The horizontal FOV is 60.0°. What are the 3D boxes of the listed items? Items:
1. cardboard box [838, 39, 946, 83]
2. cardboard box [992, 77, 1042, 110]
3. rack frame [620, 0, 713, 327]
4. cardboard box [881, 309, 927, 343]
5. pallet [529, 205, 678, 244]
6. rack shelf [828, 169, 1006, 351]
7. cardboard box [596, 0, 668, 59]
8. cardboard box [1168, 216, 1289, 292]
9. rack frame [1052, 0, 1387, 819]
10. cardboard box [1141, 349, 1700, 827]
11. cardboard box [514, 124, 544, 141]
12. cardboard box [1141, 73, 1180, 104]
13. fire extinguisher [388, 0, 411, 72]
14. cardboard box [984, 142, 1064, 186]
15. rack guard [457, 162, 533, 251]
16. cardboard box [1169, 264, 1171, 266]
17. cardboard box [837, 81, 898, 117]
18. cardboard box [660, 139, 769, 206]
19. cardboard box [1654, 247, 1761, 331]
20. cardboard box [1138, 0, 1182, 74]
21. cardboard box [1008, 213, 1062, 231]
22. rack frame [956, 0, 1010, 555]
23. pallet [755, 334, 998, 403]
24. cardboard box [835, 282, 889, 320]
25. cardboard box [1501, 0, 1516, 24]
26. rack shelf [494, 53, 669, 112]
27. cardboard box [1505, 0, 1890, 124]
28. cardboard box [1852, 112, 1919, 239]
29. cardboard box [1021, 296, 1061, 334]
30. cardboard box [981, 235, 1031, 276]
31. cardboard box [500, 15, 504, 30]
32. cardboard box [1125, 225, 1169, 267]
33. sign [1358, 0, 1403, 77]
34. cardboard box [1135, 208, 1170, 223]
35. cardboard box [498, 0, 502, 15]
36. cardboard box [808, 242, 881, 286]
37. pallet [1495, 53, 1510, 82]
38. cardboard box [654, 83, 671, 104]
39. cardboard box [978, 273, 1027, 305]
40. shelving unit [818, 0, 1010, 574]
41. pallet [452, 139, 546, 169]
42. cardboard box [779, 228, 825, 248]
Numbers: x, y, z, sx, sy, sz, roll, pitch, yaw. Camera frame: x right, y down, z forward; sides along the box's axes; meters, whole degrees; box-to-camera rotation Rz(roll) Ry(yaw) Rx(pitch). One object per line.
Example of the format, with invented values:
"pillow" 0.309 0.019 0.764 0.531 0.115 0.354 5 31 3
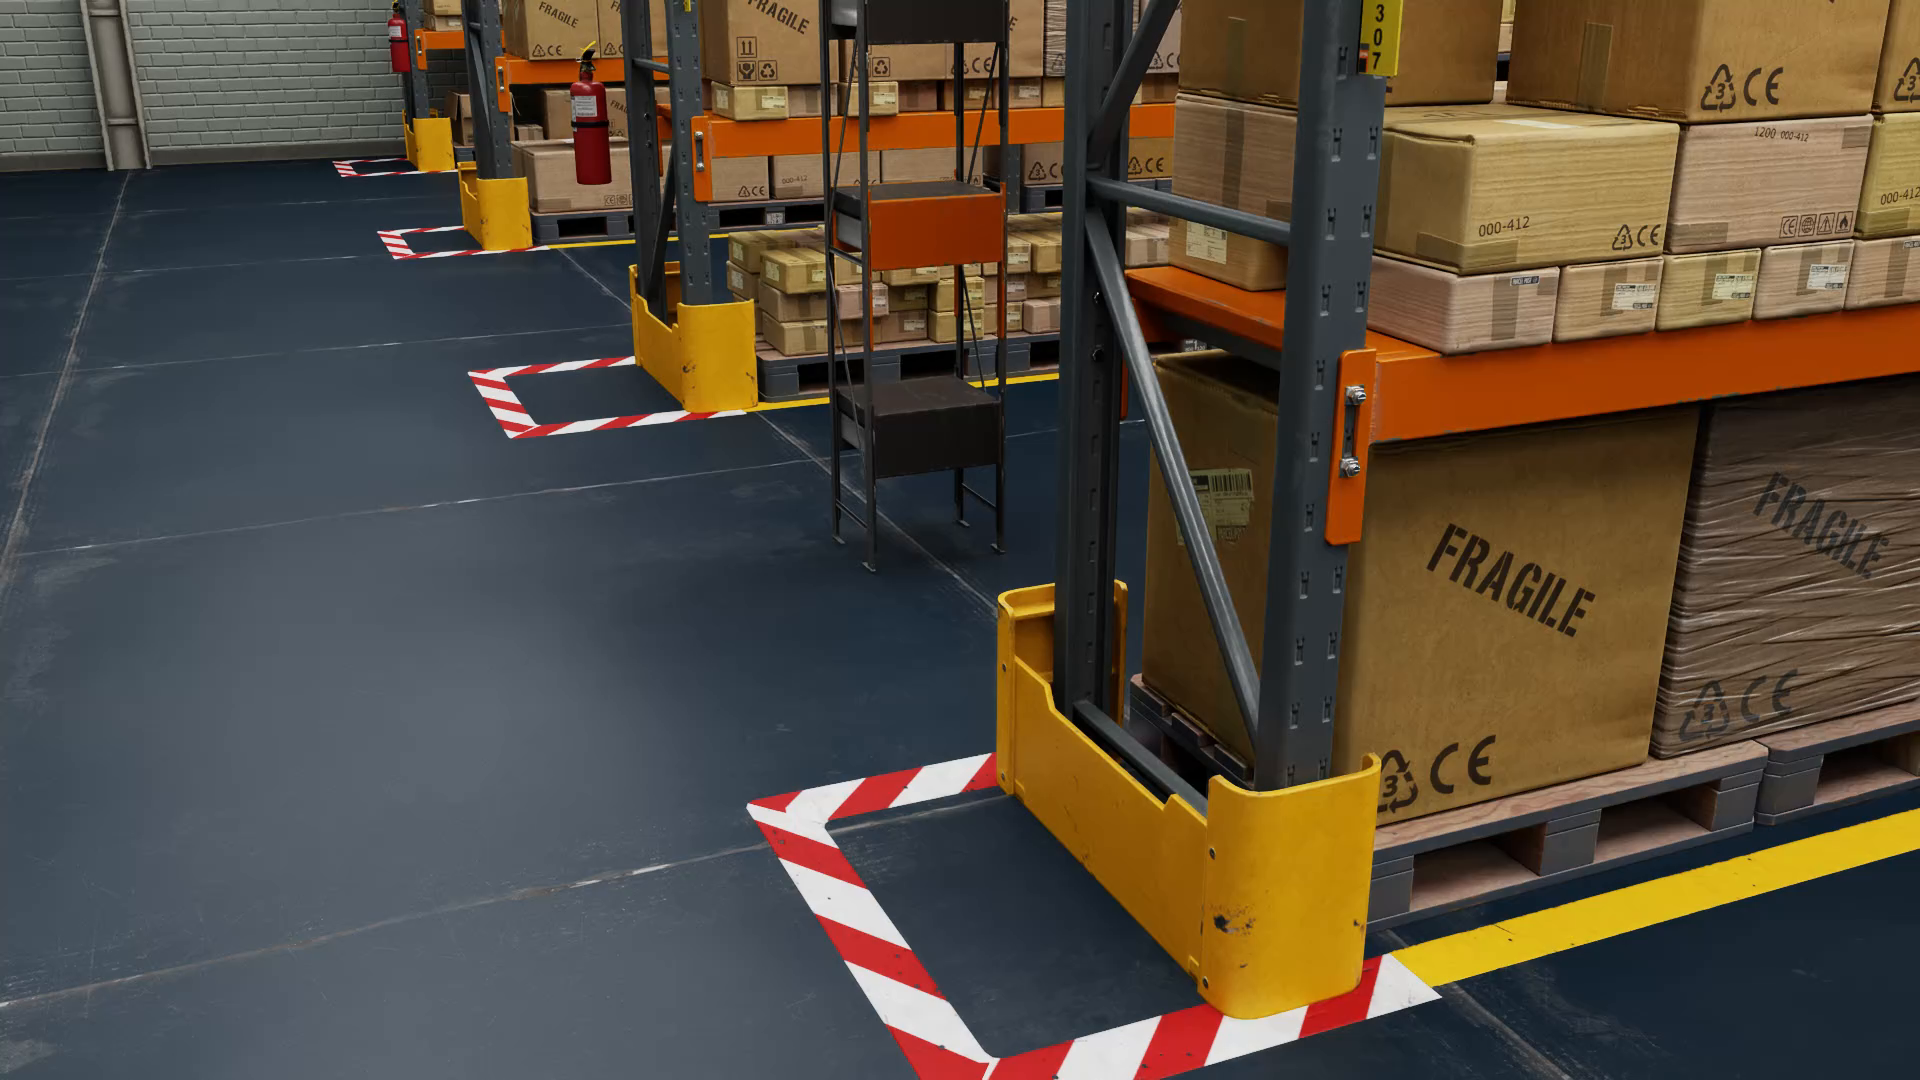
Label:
"cardboard box" -0.385 -2.423 7.789 0.500 0.500 0.500 -8 21 -22
"cardboard box" 0.205 -2.200 8.132 0.250 0.149 0.380 -9 21 -23
"rack frame" -1.388 -2.183 7.705 0.127 3.000 1.000 -8 21 -22
"cardboard box" -0.347 -1.102 8.294 0.250 0.149 0.380 -8 21 -21
"pallet" -2.738 -2.493 12.784 1.213 0.211 1.003 -8 21 -22
"rack shelf" -0.152 -0.956 5.616 0.480 0.518 0.431 -8 21 -22
"cardboard box" -2.433 -3.777 12.081 0.500 0.500 0.500 -8 21 -23
"cardboard box" 0.681 -0.686 3.831 0.250 0.149 0.380 -8 21 -21
"rack frame" 0.484 -0.657 3.371 0.127 3.000 1.000 -8 21 -22
"cardboard box" 1.040 0.039 3.963 0.875 0.875 0.875 -8 21 -22
"cardboard box" -4.406 -4.141 16.927 0.250 0.149 0.380 -9 21 -24
"cardboard box" 0.914 -2.309 8.441 0.250 0.149 0.380 -8 21 -23
"fire extinguisher" -5.363 -4.819 15.871 0.183 0.674 0.296 -8 21 -22
"cardboard box" 0.769 -3.507 14.033 0.875 0.875 0.875 -7 21 -20
"rack guard" -3.463 -2.497 12.360 0.348 0.500 1.175 -8 21 -22
"cardboard box" 1.144 -1.442 8.812 0.250 0.149 0.380 -8 21 -21
"cardboard box" -0.475 -2.072 7.769 0.250 0.149 0.380 -9 21 -23
"cardboard box" -2.038 -2.909 12.992 0.875 0.438 0.875 -8 21 -20
"cardboard box" 1.411 -0.552 3.453 0.250 0.149 0.380 -9 21 -23
"cardboard box" 1.018 -2.614 8.330 0.500 0.500 0.500 -8 21 -22
"cardboard box" 0.442 -1.663 8.993 0.250 0.149 0.380 -8 21 -22
"rack frame" 0.072 -1.001 5.703 0.015 2.100 0.400 -8 21 -22
"pallet" -0.558 -0.974 8.469 1.213 0.211 1.003 -8 21 -22
"cardboard box" -0.531 -1.186 8.086 0.250 0.149 0.380 -8 21 -22
"cardboard box" 2.829 -2.840 8.871 0.250 0.149 0.380 -8 21 -21
"rack shelf" -1.605 -3.603 12.821 4.000 0.370 1.077 -8 21 -22
"cardboard box" 1.491 -1.127 3.354 0.500 0.500 0.500 -9 21 -23
"cardboard box" 1.969 -0.843 3.677 0.500 0.250 0.500 -9 21 -24
"cardboard box" 0.391 -1.171 8.490 0.250 0.149 0.380 -9 21 -25
"cardboard box" 0.169 -1.441 8.361 0.250 0.149 0.380 -7 21 -20
"cardboard box" -4.558 -5.126 16.442 0.250 0.149 0.380 -8 21 -23
"cardboard box" 0.893 -1.523 8.595 0.250 0.149 0.380 -9 21 -24
"sign" 0.698 -0.933 2.731 0.005 0.325 0.100 -8 21 -22
"cardboard box" 1.167 -1.753 9.249 0.250 0.149 0.380 -9 21 -23
"cardboard box" -4.425 -5.306 16.352 0.500 0.250 0.500 -8 21 -21
"cardboard box" -0.567 -1.355 8.118 0.250 0.149 0.380 -8 21 -21
"pallet" 3.045 -2.675 9.391 1.213 0.211 1.003 -8 21 -22
"cardboard box" -3.058 -4.500 17.417 0.500 0.500 0.700 -9 21 -24
"cardboard box" 0.143 -1.310 8.437 0.250 0.149 0.380 -9 21 -25
"shelving unit" -0.152 -0.969 5.611 0.503 2.100 0.431 -8 21 -22
"pallet" -4.609 -3.992 17.042 1.213 0.211 1.003 -8 21 -22
"cardboard box" -0.749 -1.479 8.471 0.250 0.149 0.380 -8 21 -21
